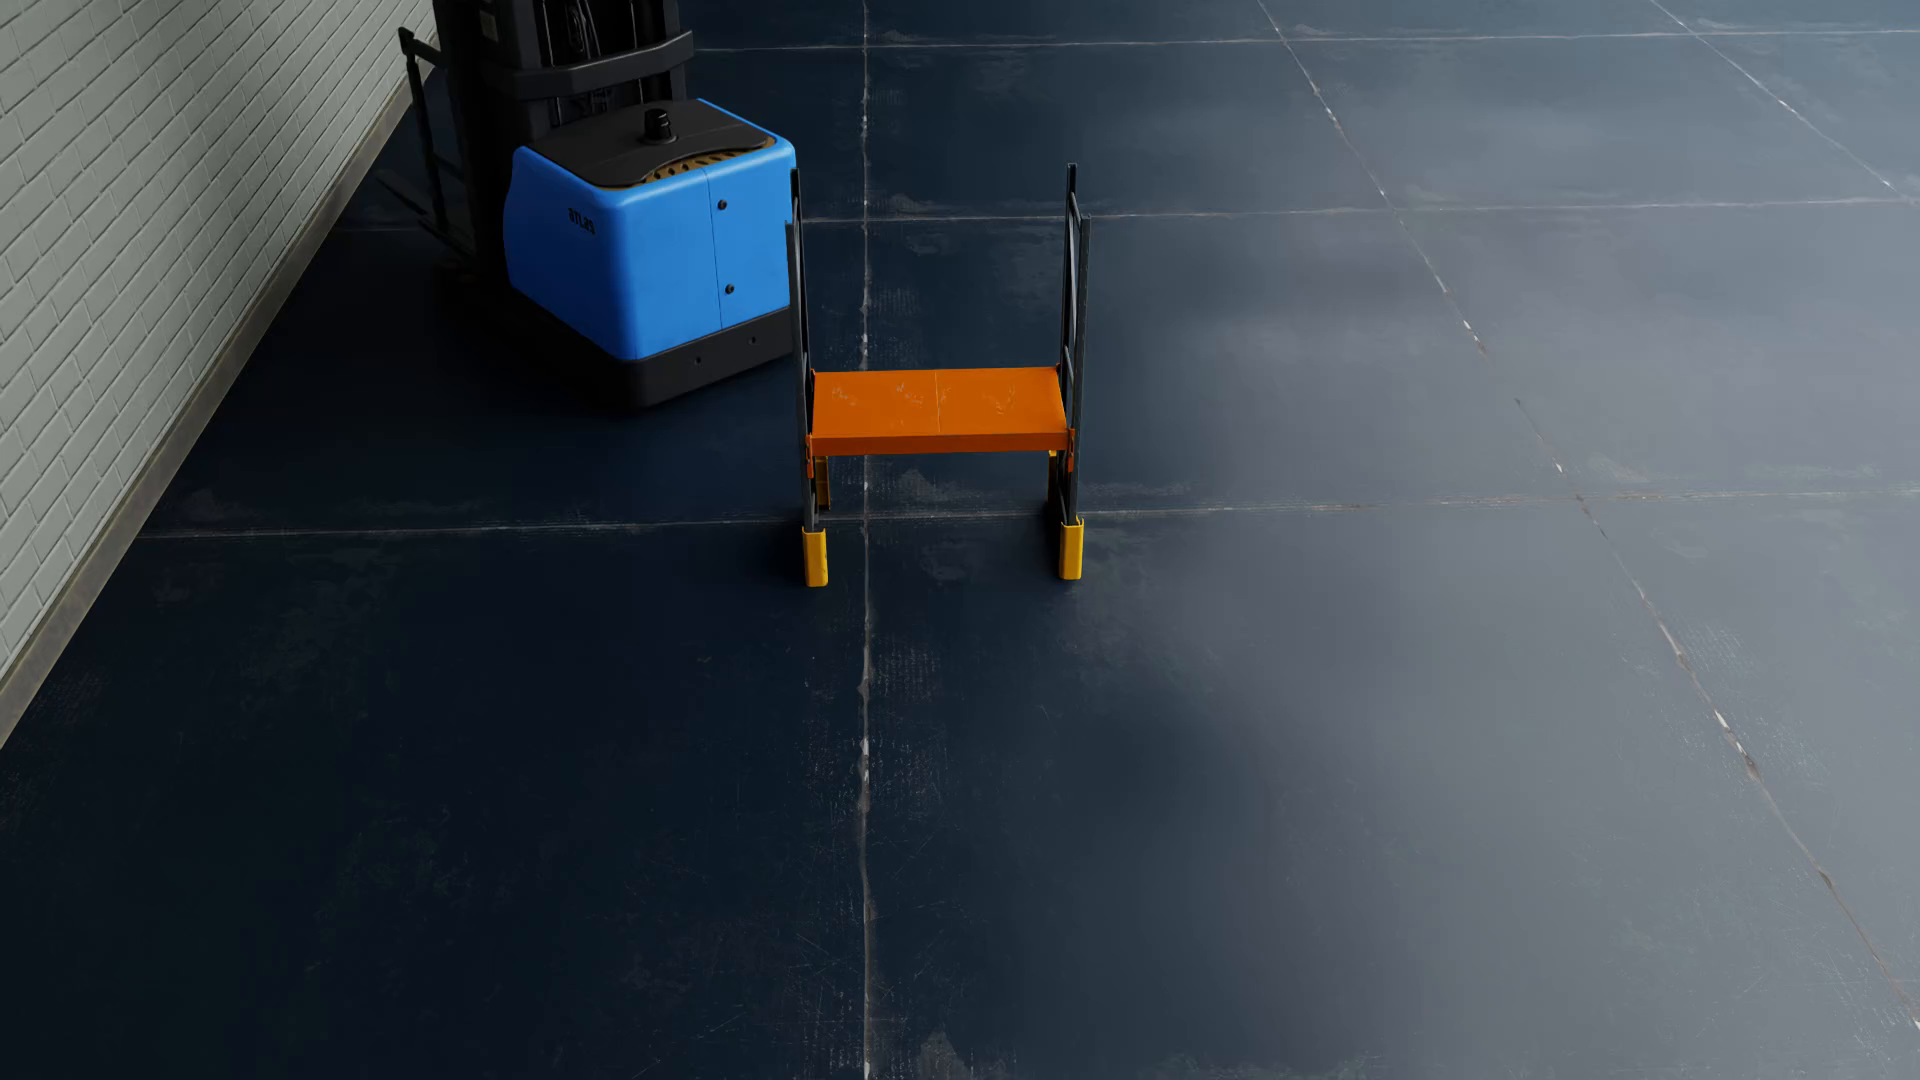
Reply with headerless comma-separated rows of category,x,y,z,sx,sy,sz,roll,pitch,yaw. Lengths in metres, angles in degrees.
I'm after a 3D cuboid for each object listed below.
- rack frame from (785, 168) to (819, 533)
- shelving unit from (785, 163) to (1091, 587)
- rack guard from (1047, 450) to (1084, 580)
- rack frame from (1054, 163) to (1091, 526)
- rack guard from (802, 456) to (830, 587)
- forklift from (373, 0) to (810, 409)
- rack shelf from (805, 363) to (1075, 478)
rack frame,-0.593,-0.601,6.300,0.032,1.500,0.500,-2,35,-2
shelving unit,-0.076,-0.615,6.320,1.083,1.500,0.587,-2,35,-2
rack guard,0.421,-0.114,6.695,0.087,0.250,0.587,-2,35,-2
rack frame,0.423,-0.628,6.340,0.032,1.500,0.500,-2,35,-2
rack guard,-0.574,-0.087,6.657,0.087,0.250,0.587,-2,35,-2
forklift,-2.063,-2.558,7.870,1.130,2.935,3.031,-26,42,-32
rack shelf,-0.085,-0.467,6.422,1.000,0.185,0.538,-2,35,-2
